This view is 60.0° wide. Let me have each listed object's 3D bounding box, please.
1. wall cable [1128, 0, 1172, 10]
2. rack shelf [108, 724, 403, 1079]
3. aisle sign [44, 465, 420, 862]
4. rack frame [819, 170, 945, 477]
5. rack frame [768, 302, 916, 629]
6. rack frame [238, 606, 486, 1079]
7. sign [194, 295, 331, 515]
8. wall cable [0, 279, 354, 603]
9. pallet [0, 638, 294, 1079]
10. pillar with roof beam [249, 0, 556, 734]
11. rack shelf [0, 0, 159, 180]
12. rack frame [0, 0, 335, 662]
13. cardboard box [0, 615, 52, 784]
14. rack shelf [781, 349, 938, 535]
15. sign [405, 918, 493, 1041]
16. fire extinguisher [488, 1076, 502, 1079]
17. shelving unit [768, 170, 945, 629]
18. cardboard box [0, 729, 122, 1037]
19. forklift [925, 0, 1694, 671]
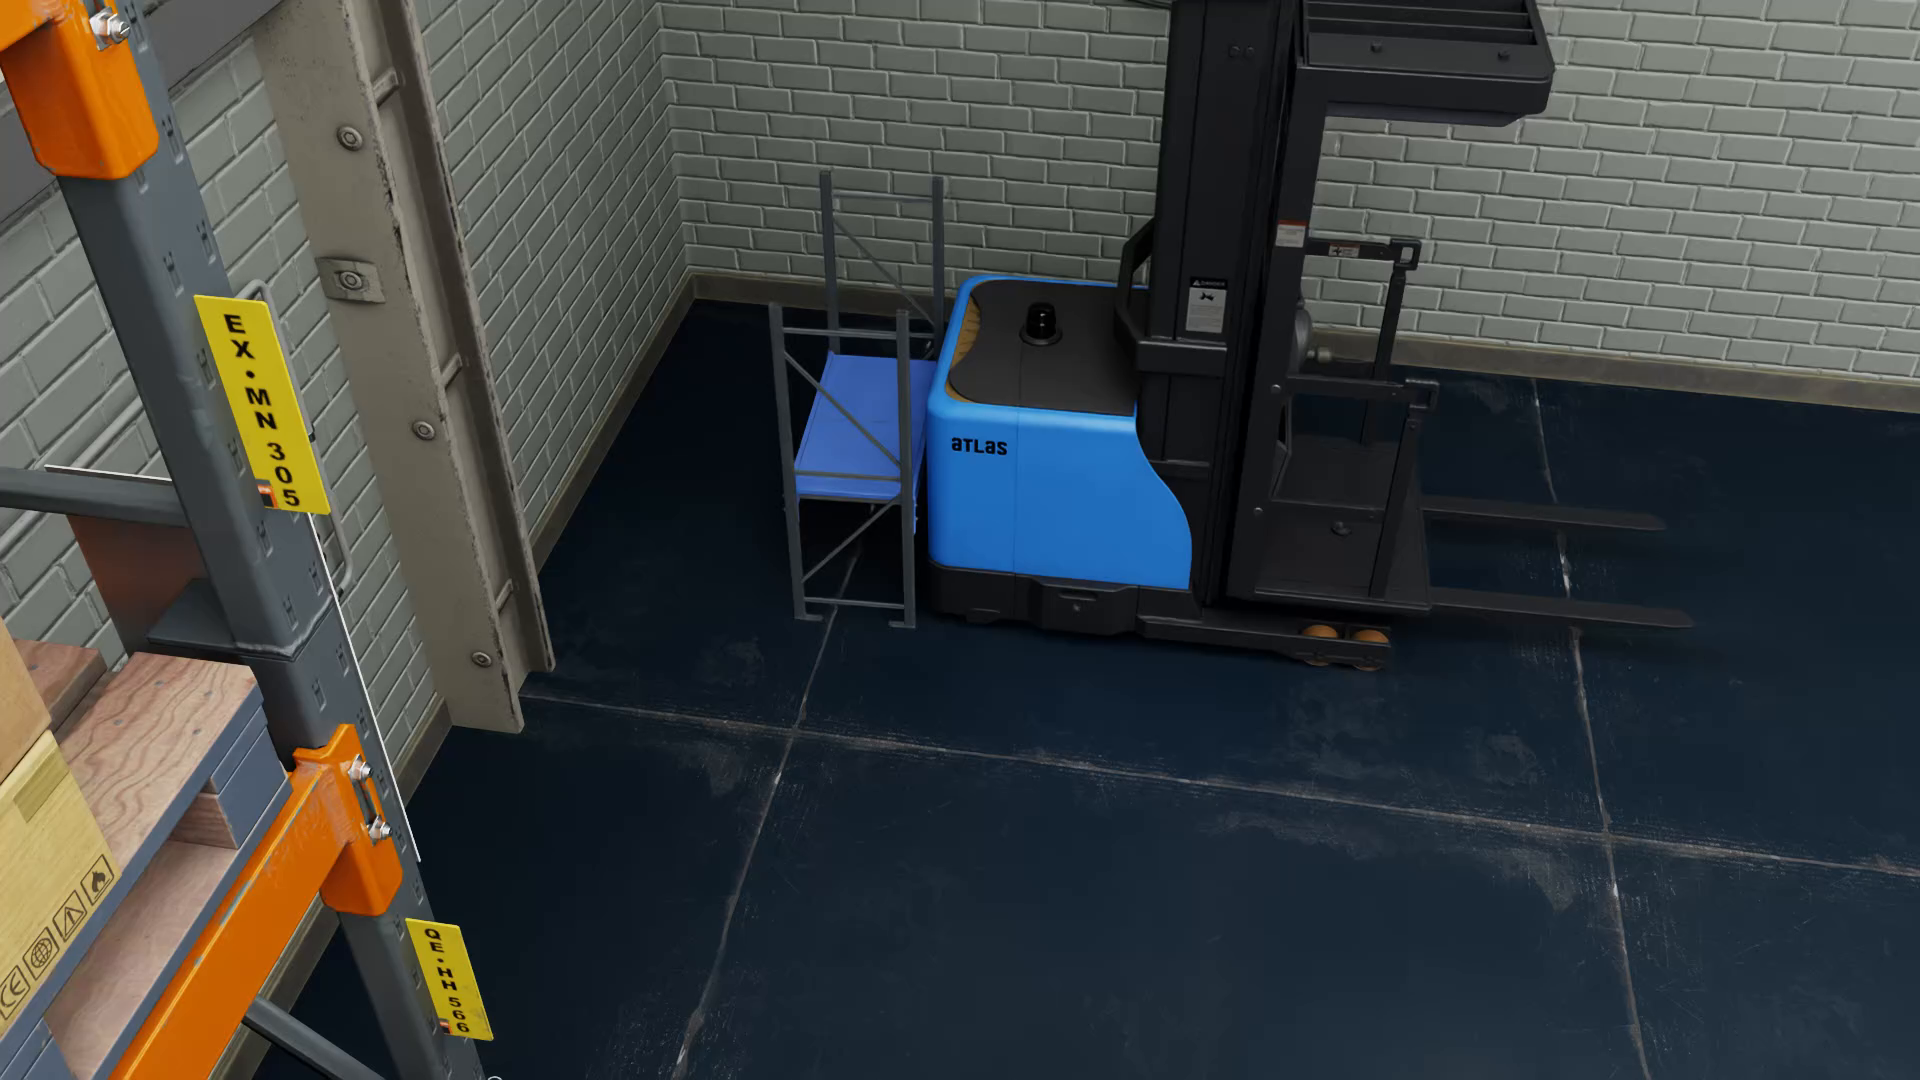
[{"bbox_3d":[-0.085,-3.393,6.728,3.097,2.526,0.112,6,40,8],"label":"wall cable"},{"bbox_3d":[-1.762,1.609,1.160,1.077,0.370,4.000,6,40,8],"label":"rack shelf"},{"bbox_3d":[-1.108,0.219,2.591,0.394,0.787,0.004,6,40,8],"label":"aisle sign"},{"bbox_3d":[-0.316,-0.886,7.144,0.500,1.500,0.032,4,40,5],"label":"rack frame"},{"bbox_3d":[-0.431,-0.242,6.366,0.500,1.500,0.032,4,40,5],"label":"rack frame"},{"bbox_3d":[-1.416,1.233,3.405,1.000,3.000,0.127,6,40,8],"label":"rack frame"},{"bbox_3d":[-0.884,-0.165,2.109,0.100,0.325,0.005,6,40,8],"label":"sign"},{"bbox_3d":[-2.126,-0.067,4.179,0.084,1.984,1.851,6,40,8],"label":"wall cable"},{"bbox_3d":[-1.534,0.578,1.913,1.003,0.211,1.213,6,40,8],"label":"pallet"},{"bbox_3d":[2.439,-2.394,3.084,9.100,9.000,0.400,6,40,8],"label":"pillar with roof beam"},{"bbox_3d":[-1.762,0.607,0.332,1.077,0.370,4.000,6,40,8],"label":"rack shelf"},{"bbox_3d":[-1.416,-1.079,1.493,1.000,3.000,0.127,6,40,8],"label":"rack frame"},{"bbox_3d":[-1.274,0.135,1.500,0.500,0.500,0.500,6,40,8],"label":"cardboard box"},{"bbox_3d":[-0.374,-0.425,6.870,0.538,0.185,1.000,4,40,5],"label":"rack shelf"},{"bbox_3d":[-0.884,0.764,2.877,0.100,0.325,0.005,6,40,8],"label":"sign"},{"bbox_3d":[-0.936,1.363,3.601,0.296,0.674,0.183,6,40,8],"label":"fire extinguisher"},{"bbox_3d":[-0.374,-0.564,6.755,0.538,1.500,1.048,4,40,5],"label":"shelving unit"},{"bbox_3d":[-1.281,0.423,1.740,0.500,0.250,0.500,8,40,9],"label":"cardboard box"},{"bbox_3d":[1.419,-0.974,6.128,3.031,2.935,1.130,5,40,7],"label":"forklift"}]
